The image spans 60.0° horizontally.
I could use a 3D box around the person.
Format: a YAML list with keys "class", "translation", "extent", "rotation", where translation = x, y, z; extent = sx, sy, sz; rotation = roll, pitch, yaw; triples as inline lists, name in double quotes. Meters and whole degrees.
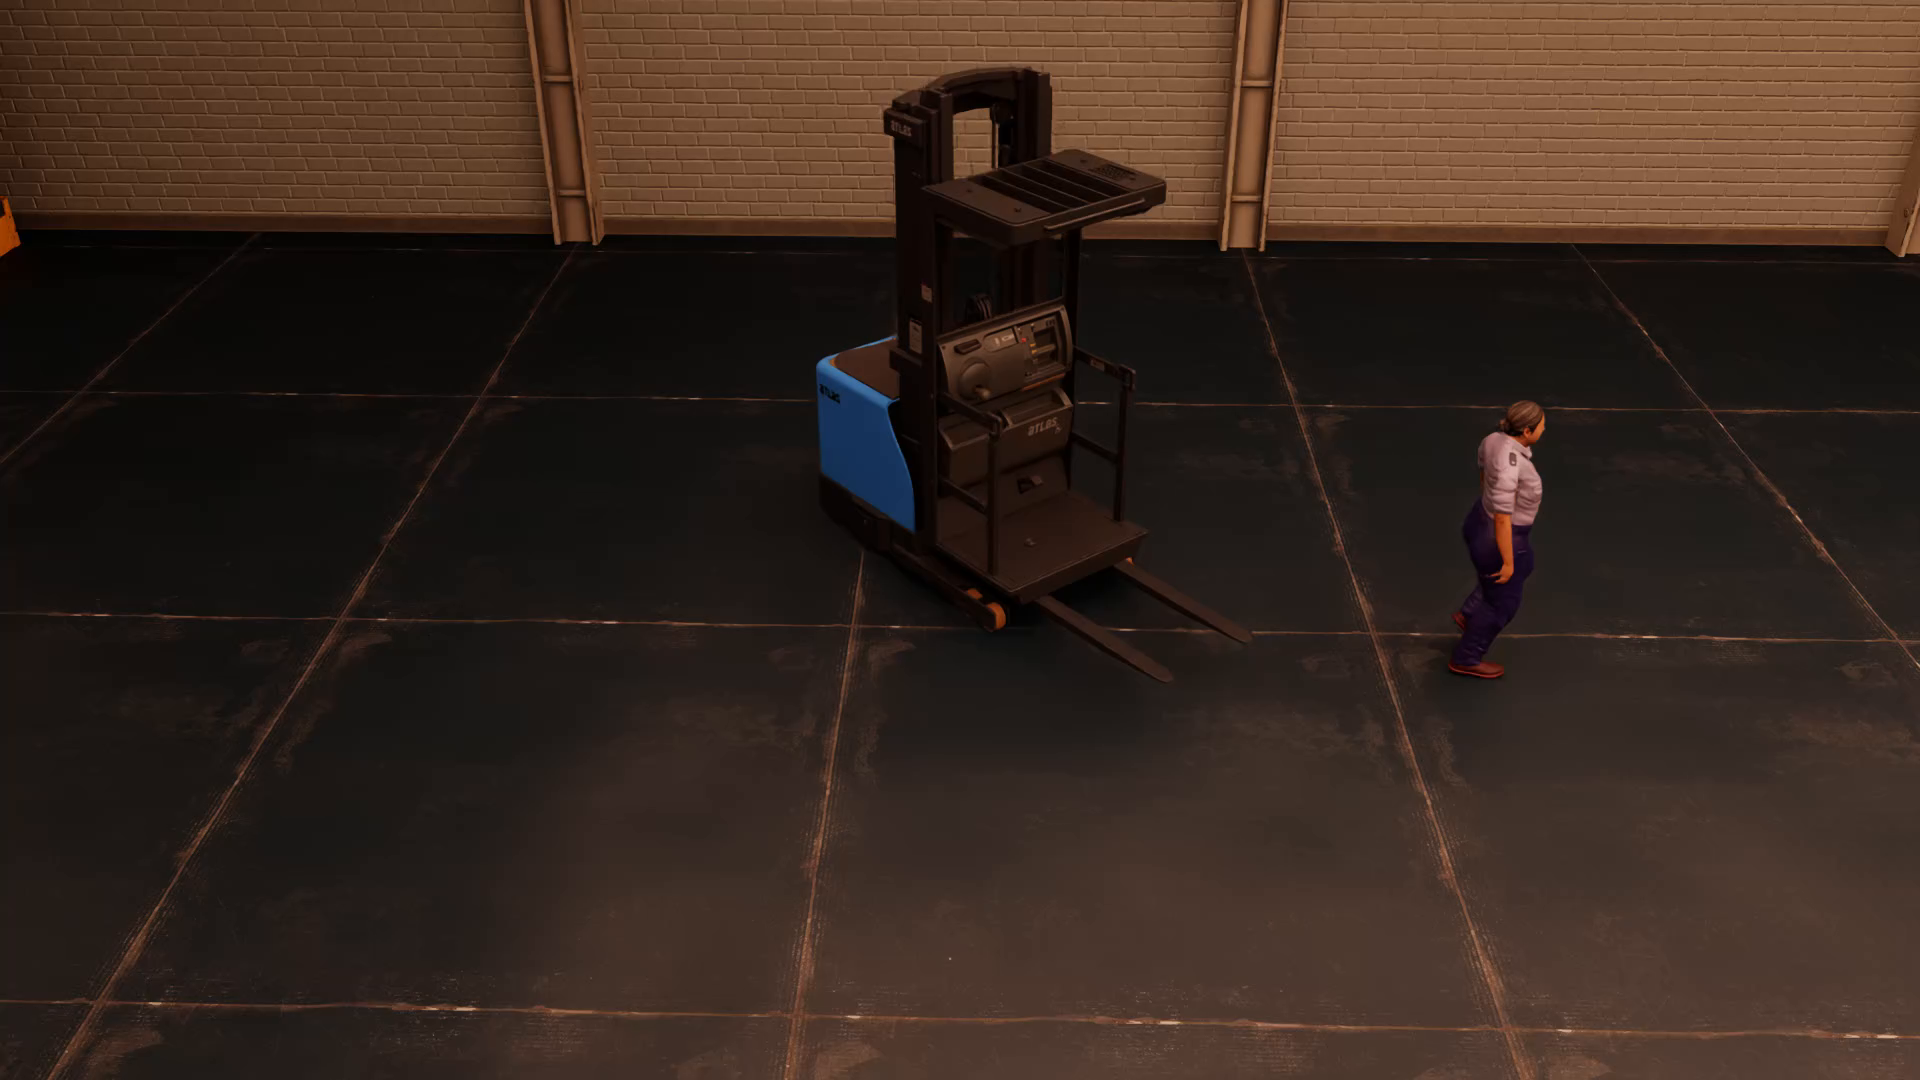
- class: "person"
  translation: [2.943, -0.003, 8.927]
  extent: [0.465, 1.621, 0.596]
  rotation: [1, 31, 1]

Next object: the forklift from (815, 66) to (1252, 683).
- class: "forklift"
  translation: [0.403, -1.022, 9.348]
  extent: [1.130, 2.935, 3.031]
  rotation: [-22, 37, -33]
